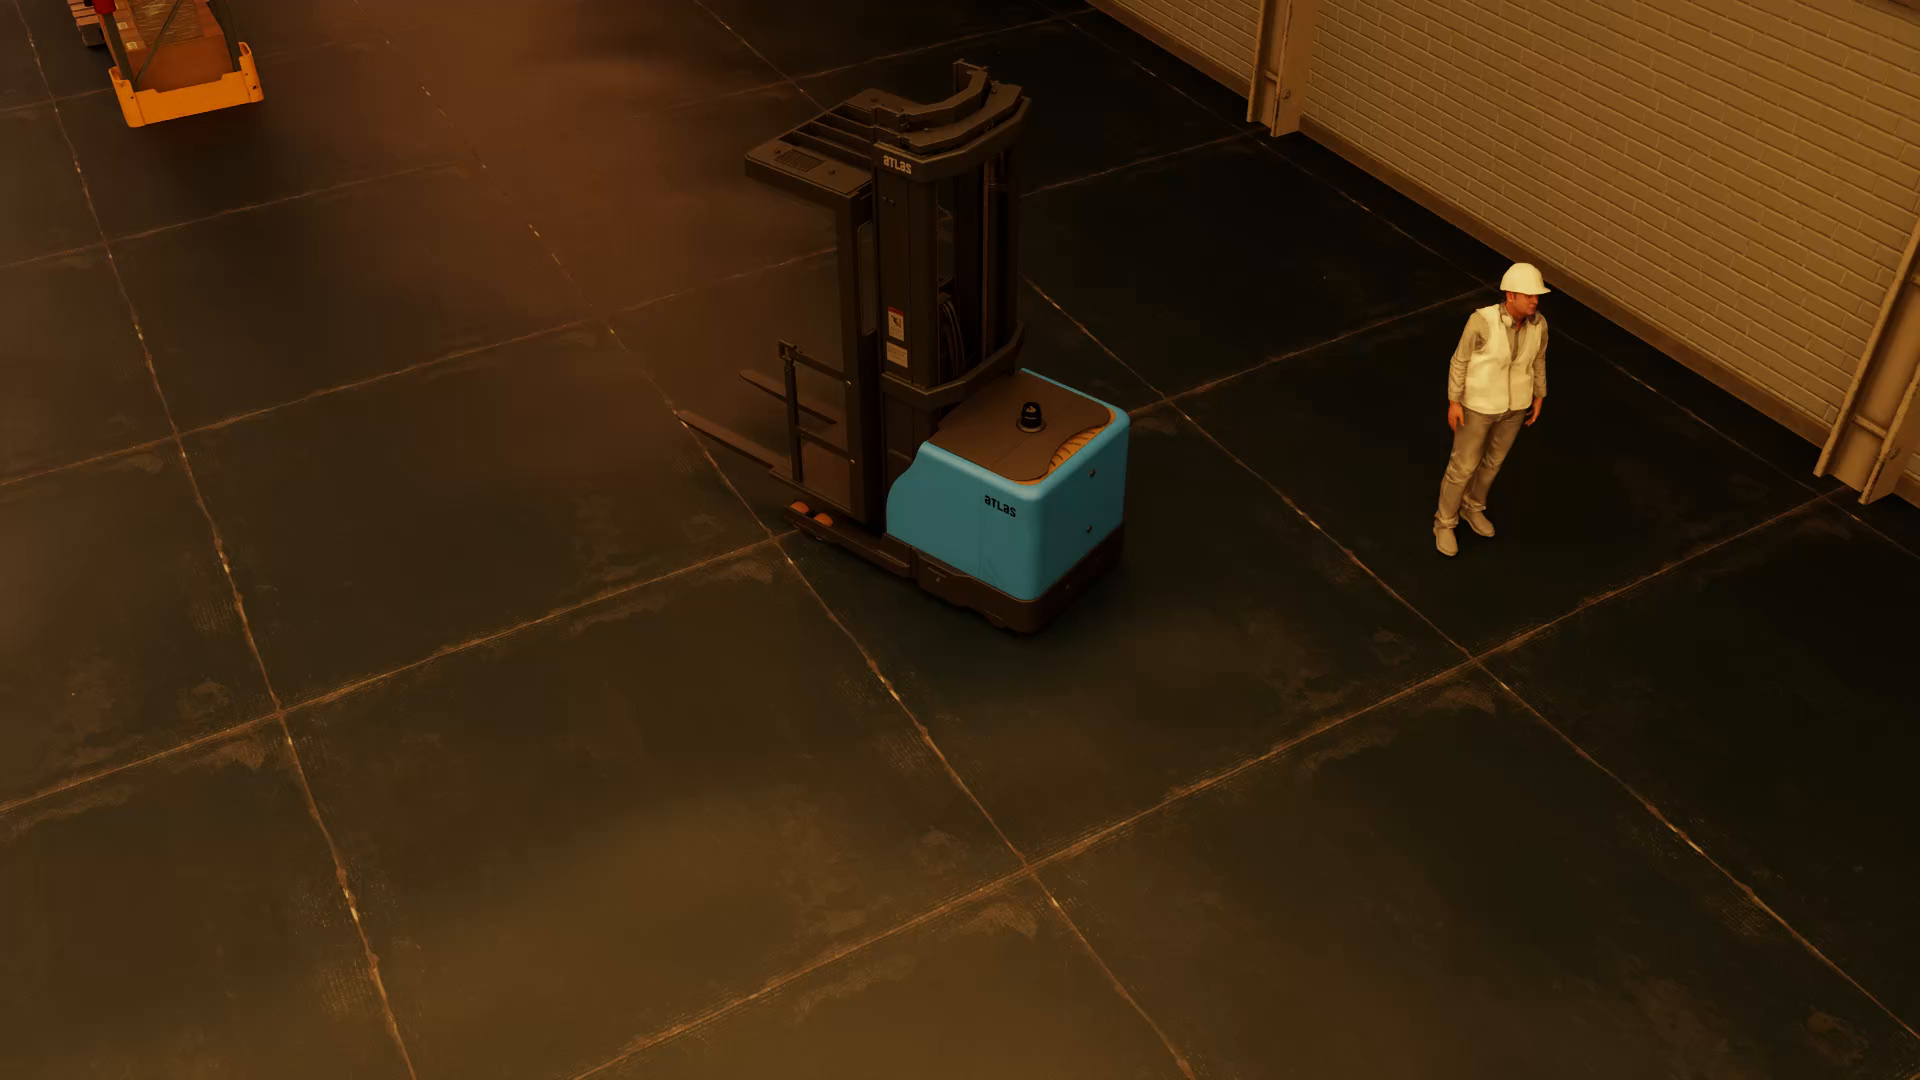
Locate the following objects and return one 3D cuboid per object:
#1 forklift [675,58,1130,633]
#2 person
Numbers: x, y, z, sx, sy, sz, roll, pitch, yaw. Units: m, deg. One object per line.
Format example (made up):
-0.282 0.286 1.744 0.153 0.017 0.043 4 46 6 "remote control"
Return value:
-0.481 -1.366 9.683 3.031 2.935 1.130 26 46 28 "forklift"
3.200 -0.782 9.873 0.632 1.774 0.568 -9 40 -10 "person"
